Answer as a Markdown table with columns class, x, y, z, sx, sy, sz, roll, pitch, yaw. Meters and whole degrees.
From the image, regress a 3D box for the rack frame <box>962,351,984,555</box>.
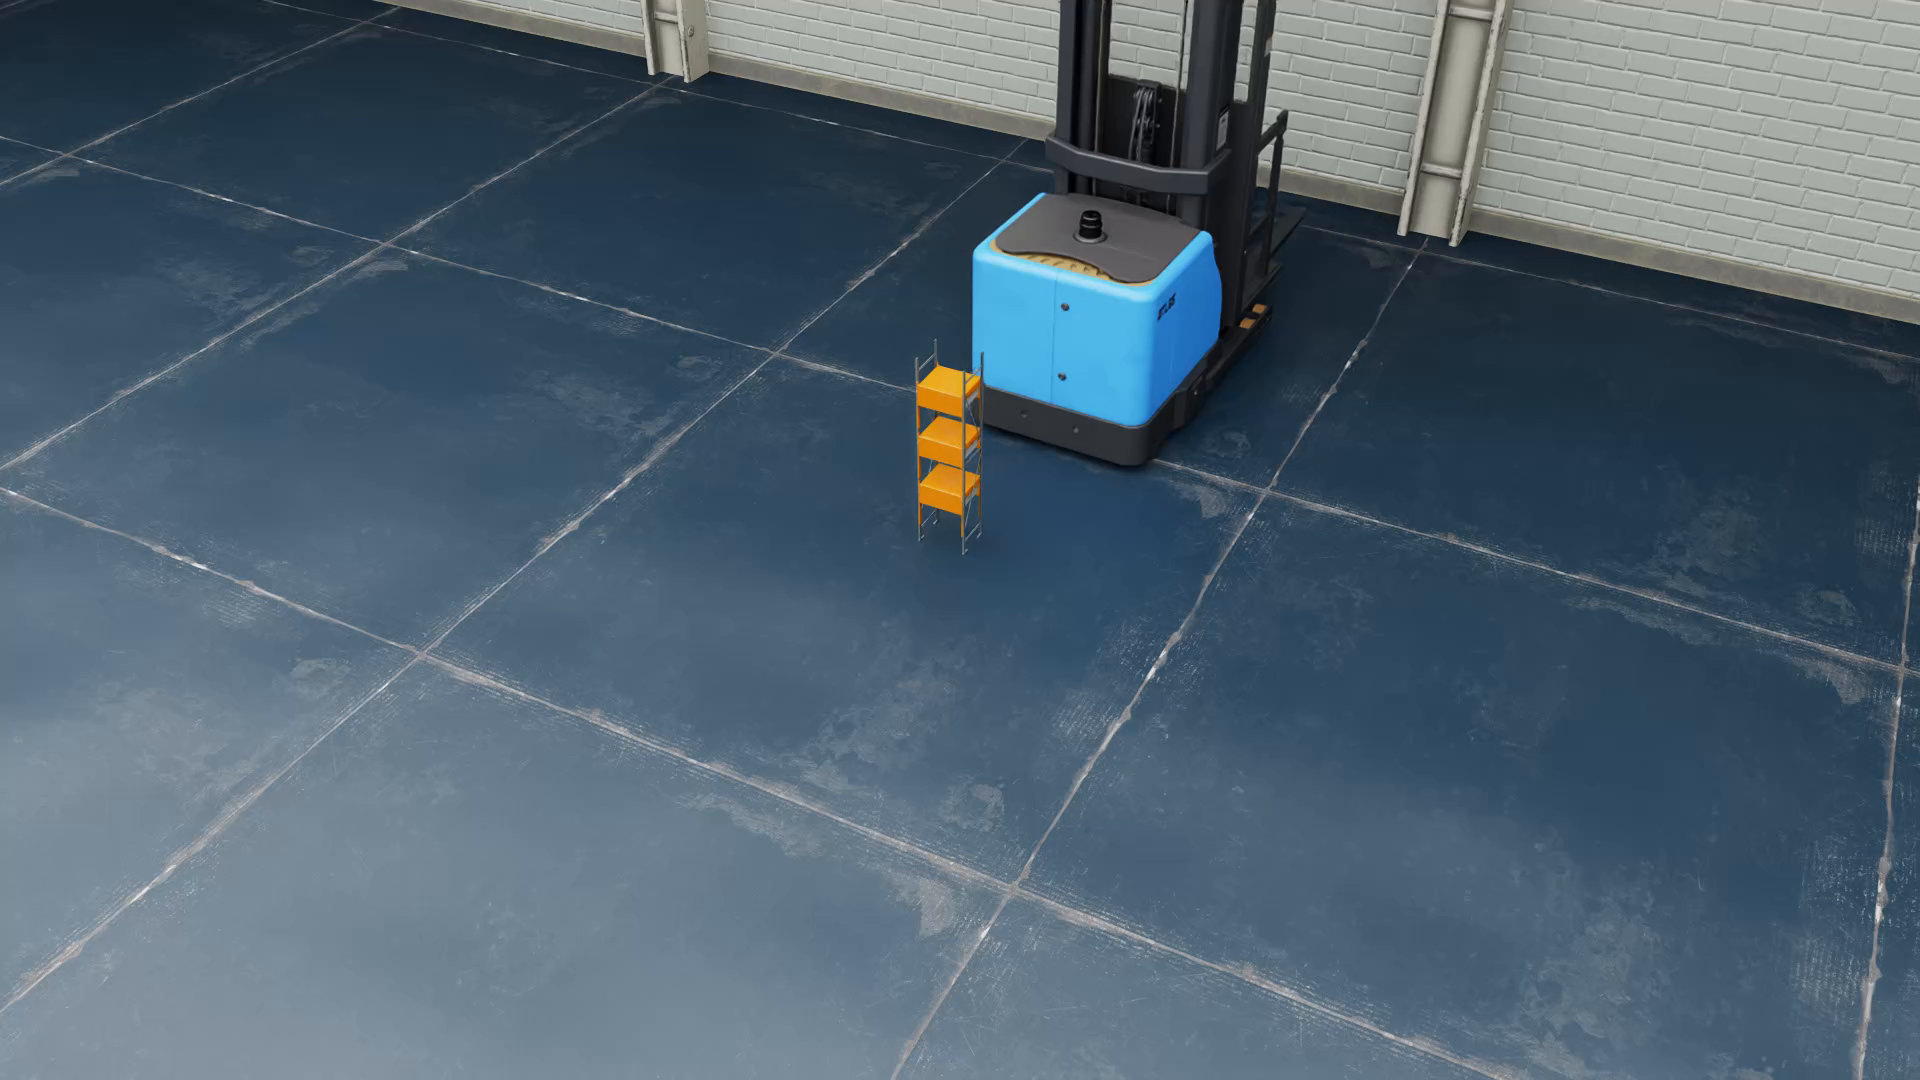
| class | x | y | z | sx | sy | sz | roll | pitch | yaw |
| --- | --- | --- | --- | --- | --- | --- | --- | --- | --- |
| rack frame | 0.061 | -0.399 | 7.927 | 0.008 | 1.050 | 0.200 | 17 | 41 | 21 |

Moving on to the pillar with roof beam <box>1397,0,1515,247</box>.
| class | x | y | z | sx | sy | sz | roll | pitch | yaw |
| --- | --- | --- | --- | --- | --- | --- | --- | --- | --- |
| pillar with roof beam | 1.134 | -3.308 | 5.185 | 0.400 | 9.000 | 9.100 | 17 | 41 | 21 |

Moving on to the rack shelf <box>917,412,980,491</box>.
| class | x | y | z | sx | sy | sz | roll | pitch | yaw |
| --- | --- | --- | --- | --- | --- | --- | --- | --- | --- |
| rack shelf | -0.048 | -0.425 | 7.978 | 0.240 | 0.259 | 0.215 | 17 | 41 | 21 |

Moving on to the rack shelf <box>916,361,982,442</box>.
| class | x | y | z | sx | sy | sz | roll | pitch | yaw |
| --- | --- | --- | --- | --- | --- | --- | --- | --- | --- |
| rack shelf | -0.048 | -0.651 | 7.807 | 0.240 | 0.259 | 0.215 | 17 | 41 | 21 |

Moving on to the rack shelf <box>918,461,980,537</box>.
| class | x | y | z | sx | sy | sz | roll | pitch | yaw |
| --- | --- | --- | --- | --- | --- | --- | --- | --- | --- |
| rack shelf | -0.048 | -0.203 | 8.146 | 0.240 | 0.259 | 0.215 | 17 | 41 | 21 |

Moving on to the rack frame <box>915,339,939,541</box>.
| class | x | y | z | sx | sy | sz | roll | pitch | yaw |
| --- | --- | --- | --- | --- | --- | --- | --- | --- | --- |
| rack frame | -0.156 | -0.467 | 8.017 | 0.008 | 1.050 | 0.200 | 17 | 41 | 21 |

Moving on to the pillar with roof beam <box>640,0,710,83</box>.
| class | x | y | z | sx | sy | sz | roll | pitch | yaw |
| --- | --- | --- | --- | --- | --- | --- | --- | --- | --- |
| pillar with roof beam | -4.194 | -4.977 | 7.383 | 0.400 | 9.000 | 9.100 | 17 | 41 | 21 |

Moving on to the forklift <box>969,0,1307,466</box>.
| class | x | y | z | sx | sy | sz | roll | pitch | yaw |
| --- | --- | --- | --- | --- | --- | --- | --- | --- | --- |
| forklift | 1.207 | -2.426 | 9.041 | 1.130 | 2.935 | 3.031 | 19 | 41 | 23 |

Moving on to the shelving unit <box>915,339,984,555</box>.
| class | x | y | z | sx | sy | sz | roll | pitch | yaw |
| --- | --- | --- | --- | --- | --- | --- | --- | --- | --- |
| shelving unit | -0.048 | -0.433 | 7.972 | 0.252 | 1.050 | 0.215 | 17 | 41 | 21 |
